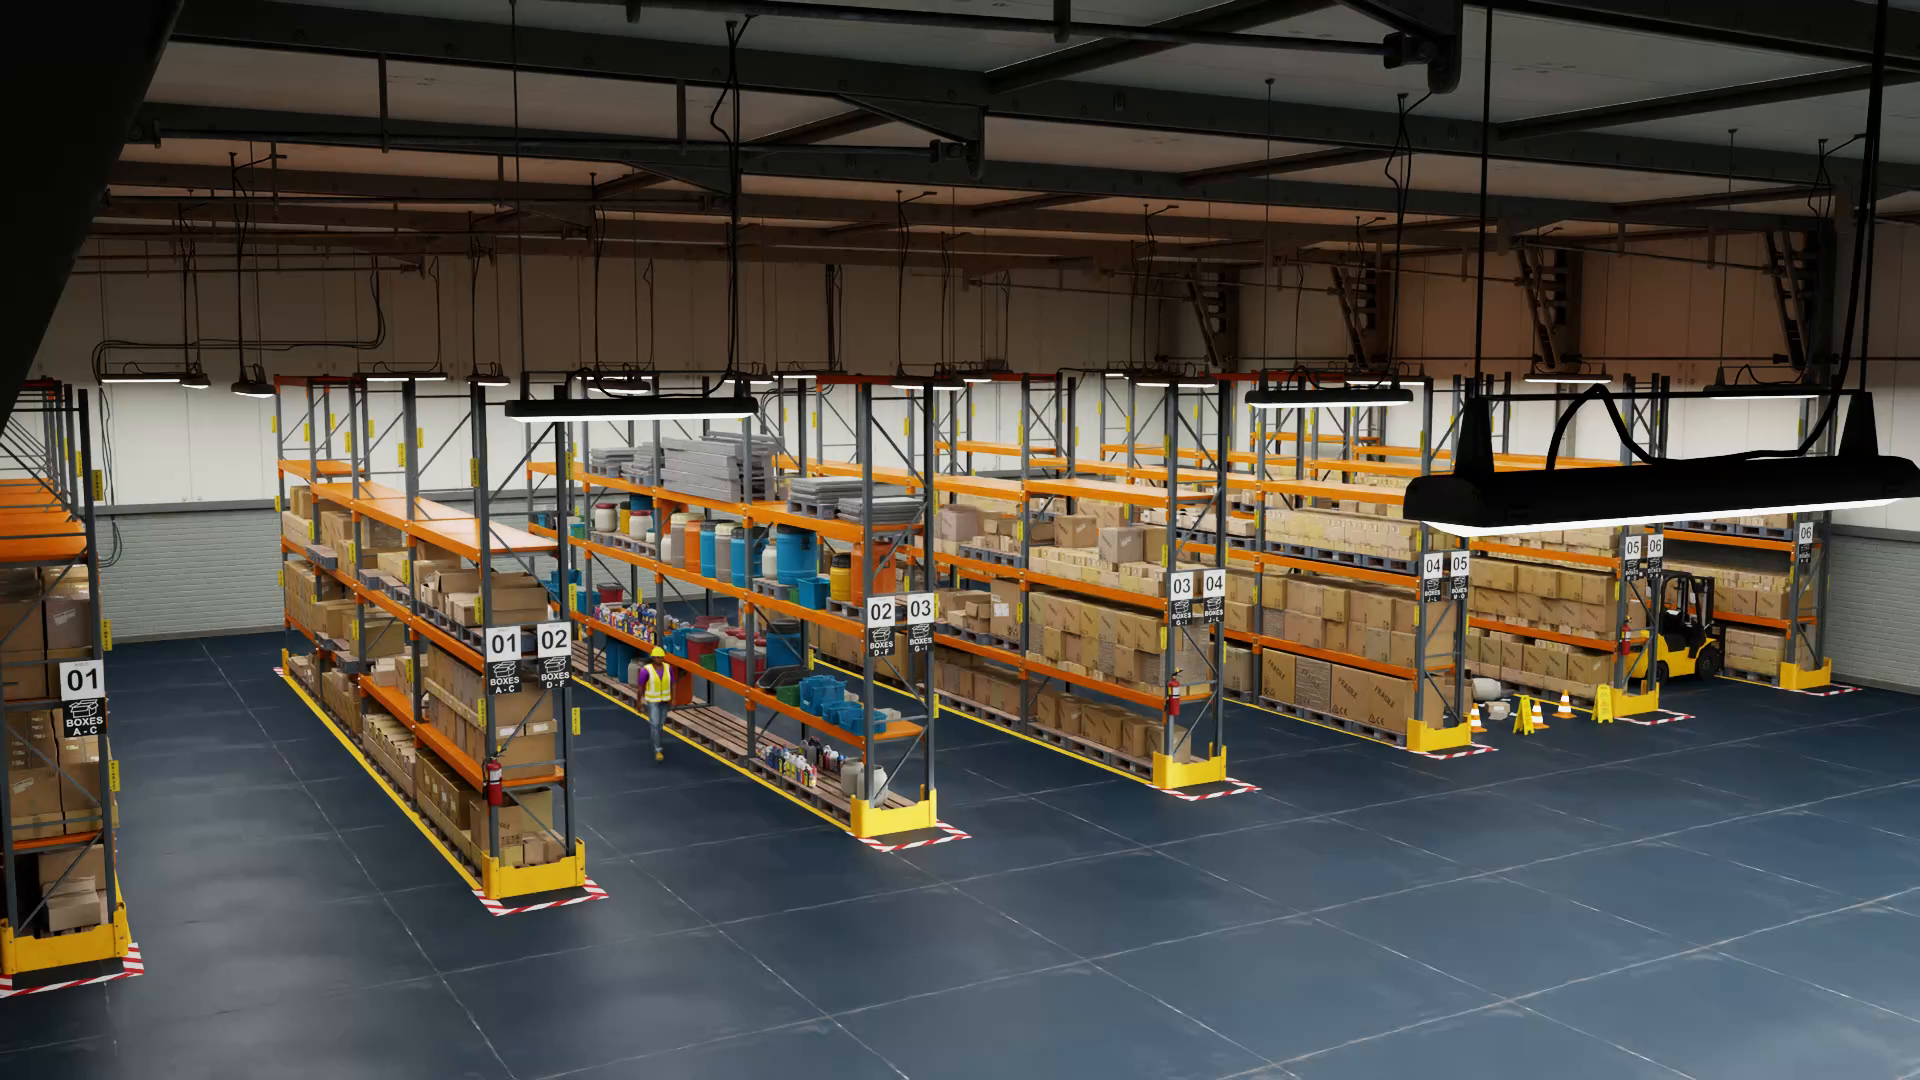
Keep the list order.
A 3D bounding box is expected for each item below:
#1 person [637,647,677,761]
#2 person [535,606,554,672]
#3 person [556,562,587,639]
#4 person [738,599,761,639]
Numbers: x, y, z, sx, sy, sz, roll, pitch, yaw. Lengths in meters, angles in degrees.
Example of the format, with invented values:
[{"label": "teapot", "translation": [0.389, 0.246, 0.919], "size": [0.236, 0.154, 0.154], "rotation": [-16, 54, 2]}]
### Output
[{"label": "person", "translation": [-4.779, 2.561, 26.425], "size": [0.610, 1.722, 0.925], "rotation": [-5, 8, -36]}, {"label": "person", "translation": [-8.184, 1.936, 32.307], "size": [0.603, 1.817, 0.803], "rotation": [0, 6, -3]}, {"label": "person", "translation": [-8.792, 1.376, 37.401], "size": [1.028, 1.753, 0.556], "rotation": [-3, 7, -24]}, {"label": "person", "translation": [-4.366, 1.724, 34.604], "size": [0.482, 1.668, 0.506], "rotation": [0, 6, -2]}]
